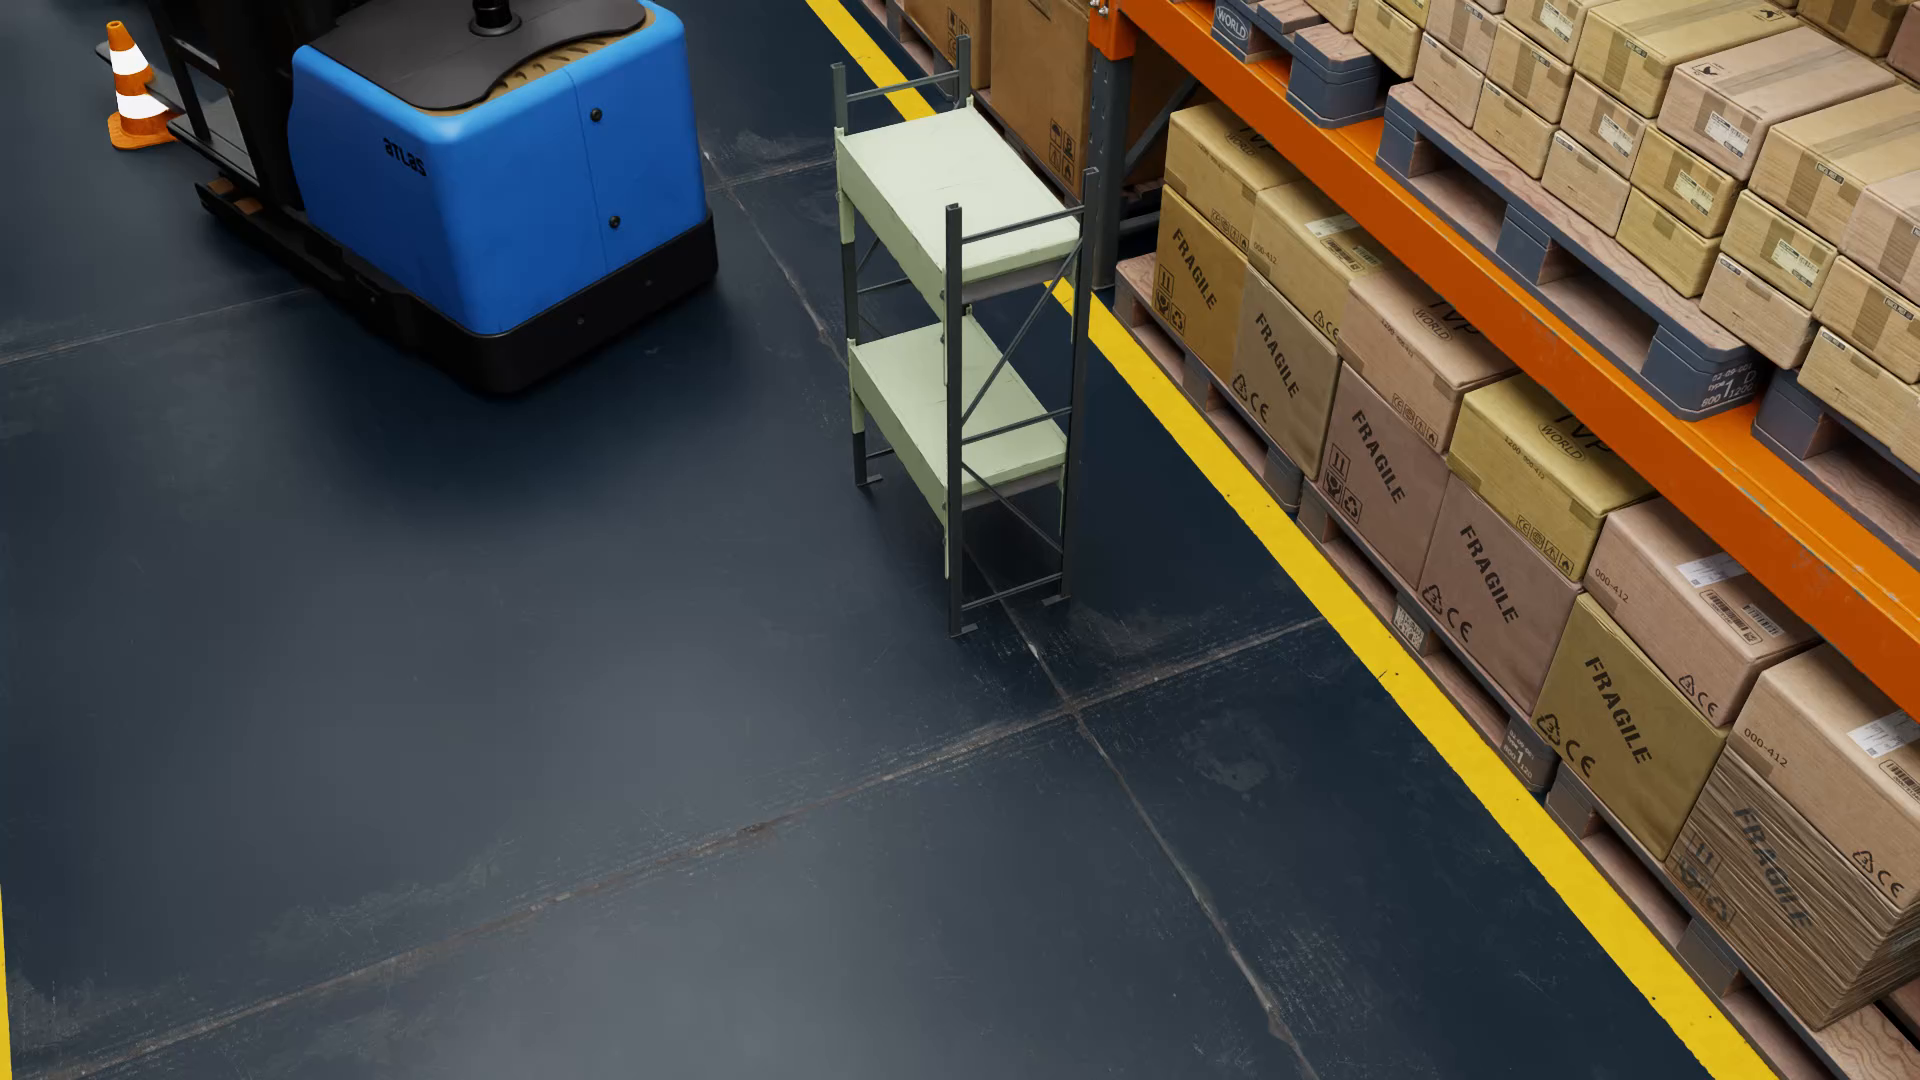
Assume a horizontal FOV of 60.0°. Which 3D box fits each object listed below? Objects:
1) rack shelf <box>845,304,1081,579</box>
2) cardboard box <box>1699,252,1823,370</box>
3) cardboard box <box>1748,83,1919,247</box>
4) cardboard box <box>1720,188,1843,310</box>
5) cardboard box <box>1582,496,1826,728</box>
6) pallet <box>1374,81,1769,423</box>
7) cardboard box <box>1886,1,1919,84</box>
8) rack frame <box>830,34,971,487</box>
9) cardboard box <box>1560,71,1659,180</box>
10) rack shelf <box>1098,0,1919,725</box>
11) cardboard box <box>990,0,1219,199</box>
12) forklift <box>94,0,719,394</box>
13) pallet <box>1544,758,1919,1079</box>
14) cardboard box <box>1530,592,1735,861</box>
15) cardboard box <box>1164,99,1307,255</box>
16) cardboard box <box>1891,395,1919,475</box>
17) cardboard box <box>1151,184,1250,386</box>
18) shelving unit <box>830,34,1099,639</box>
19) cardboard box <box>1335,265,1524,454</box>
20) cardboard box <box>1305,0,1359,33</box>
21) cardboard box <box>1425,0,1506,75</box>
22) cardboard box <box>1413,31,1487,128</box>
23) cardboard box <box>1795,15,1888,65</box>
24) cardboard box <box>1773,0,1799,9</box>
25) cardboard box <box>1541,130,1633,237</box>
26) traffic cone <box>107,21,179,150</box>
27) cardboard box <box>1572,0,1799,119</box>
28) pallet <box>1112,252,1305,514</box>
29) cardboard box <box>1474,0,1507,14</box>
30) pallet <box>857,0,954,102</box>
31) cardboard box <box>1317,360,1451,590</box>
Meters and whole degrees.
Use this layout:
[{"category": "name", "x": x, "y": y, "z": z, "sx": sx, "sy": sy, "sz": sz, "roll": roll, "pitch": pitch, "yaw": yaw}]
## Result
[{"category": "rack shelf", "x": -0.003, "y": -0.306, "z": 4.957, "sx": 0.431, "sy": 0.370, "sz": 0.720, "roll": -18, "pitch": 47, "yaw": -17}, {"category": "cardboard box", "x": 1.823, "y": -0.538, "z": 3.540, "sx": 0.380, "sy": 0.149, "sz": 0.250, "roll": -20, "pitch": 48, "yaw": -19}, {"category": "cardboard box", "x": 1.832, "y": -0.754, "z": 3.335, "sx": 0.380, "sy": 0.149, "sz": 0.250, "roll": -19, "pitch": 48, "yaw": -19}, {"category": "cardboard box", "x": 1.822, "y": -0.650, "z": 3.441, "sx": 0.380, "sy": 0.149, "sz": 0.250, "roll": -20, "pitch": 48, "yaw": -19}, {"category": "cardboard box", "x": 1.863, "y": 0.119, "z": 3.941, "sx": 0.500, "sy": 0.250, "sz": 0.500, "roll": -16, "pitch": 47, "yaw": -16}, {"category": "pallet", "x": 1.797, "y": -0.855, "z": 4.117, "sx": 1.003, "sy": 0.211, "sz": 1.213, "roll": -18, "pitch": 47, "yaw": -17}, {"category": "cardboard box", "x": 2.317, "y": -1.106, "z": 3.691, "sx": 0.380, "sy": 0.149, "sz": 0.250, "roll": -16, "pitch": 47, "yaw": -16}, {"category": "rack frame", "x": -0.157, "y": -0.771, "z": 4.964, "sx": 0.400, "sy": 1.500, "sz": 0.023, "roll": -18, "pitch": 47, "yaw": -17}, {"category": "cardboard box", "x": 1.609, "y": -0.980, "z": 3.775, "sx": 0.380, "sy": 0.149, "sz": 0.250, "roll": -16, "pitch": 47, "yaw": -16}, {"category": "rack shelf", "x": 1.769, "y": -0.642, "z": 4.277, "sx": 1.077, "sy": 0.370, "sz": 4.000, "roll": -18, "pitch": 47, "yaw": -17}, {"category": "cardboard box", "x": 0.753, "y": -1.936, "z": 6.379, "sx": 1.050, "sy": 0.750, "sz": 0.750, "roll": -19, "pitch": 48, "yaw": -18}, {"category": "forklift", "x": -2.328, "y": -2.443, "z": 5.639, "sx": 3.031, "sy": 2.935, "sz": 1.130, "roll": 32, "pitch": 53, "yaw": 28}, {"category": "pallet", "x": 2.281, "y": 0.874, "z": 4.214, "sx": 1.003, "sy": 0.211, "sz": 1.213, "roll": -18, "pitch": 47, "yaw": -17}, {"category": "cardboard box", "x": 1.854, "y": 0.393, "z": 4.197, "sx": 0.500, "sy": 0.500, "sz": 0.500, "roll": -19, "pitch": 48, "yaw": -18}, {"category": "cardboard box", "x": 0.998, "y": -1.188, "z": 5.265, "sx": 0.500, "sy": 0.250, "sz": 0.500, "roll": -20, "pitch": 48, "yaw": -19}, {"category": "cardboard box", "x": 2.050, "y": -0.203, "z": 3.200, "sx": 0.380, "sy": 0.149, "sz": 0.250, "roll": -18, "pitch": 47, "yaw": -18}, {"category": "cardboard box", "x": 0.994, "y": -0.906, "z": 5.513, "sx": 0.500, "sy": 0.500, "sz": 0.500, "roll": -20, "pitch": 48, "yaw": -19}, {"category": "shelving unit", "x": -0.003, "y": -0.538, "z": 4.728, "sx": 0.431, "sy": 1.500, "sz": 0.755, "roll": -18, "pitch": 47, "yaw": -17}, {"category": "cardboard box", "x": 1.408, "y": -0.546, "z": 4.614, "sx": 0.500, "sy": 0.250, "sz": 0.500, "roll": -18, "pitch": 47, "yaw": -17}, {"category": "cardboard box", "x": 1.159, "y": -1.545, "z": 4.560, "sx": 0.380, "sy": 0.149, "sz": 0.250, "roll": -16, "pitch": 47, "yaw": -15}, {"category": "cardboard box", "x": 1.390, "y": -1.310, "z": 4.110, "sx": 0.380, "sy": 0.149, "sz": 0.250, "roll": -18, "pitch": 47, "yaw": -17}, {"category": "cardboard box", "x": 1.388, "y": -1.204, "z": 4.215, "sx": 0.380, "sy": 0.149, "sz": 0.250, "roll": -17, "pitch": 47, "yaw": -16}, {"category": "cardboard box", "x": 2.202, "y": -1.172, "z": 3.970, "sx": 0.380, "sy": 0.149, "sz": 0.250, "roll": -19, "pitch": 48, "yaw": -18}, {"category": "cardboard box", "x": 2.091, "y": -1.443, "z": 4.033, "sx": 0.380, "sy": 0.149, "sz": 0.250, "roll": -16, "pitch": 47, "yaw": -15}, {"category": "cardboard box", "x": 1.600, "y": -0.877, "z": 3.883, "sx": 0.380, "sy": 0.149, "sz": 0.250, "roll": -19, "pitch": 48, "yaw": -19}, {"category": "traffic cone", "x": -3.411, "y": -1.915, "z": 6.862, "sx": 0.336, "sy": 0.463, "sz": 0.334, "roll": -18, "pitch": 47, "yaw": -17}, {"category": "cardboard box", "x": 1.602, "y": -1.095, "z": 3.681, "sx": 0.380, "sy": 0.149, "sz": 0.250, "roll": -19, "pitch": 48, "yaw": -18}, {"category": "pallet", "x": 1.255, "y": -0.681, "z": 5.790, "sx": 1.003, "sy": 0.211, "sz": 1.213, "roll": -18, "pitch": 47, "yaw": -17}, {"category": "cardboard box", "x": 1.387, "y": -1.424, "z": 4.013, "sx": 0.380, "sy": 0.149, "sz": 0.250, "roll": -16, "pitch": 47, "yaw": -16}, {"category": "pallet", "x": 0.155, "y": -2.481, "z": 7.614, "sx": 1.003, "sy": 0.211, "sz": 1.213, "roll": -18, "pitch": 47, "yaw": -17}, {"category": "cardboard box", "x": 1.428, "y": -0.261, "z": 4.859, "sx": 0.500, "sy": 0.500, "sz": 0.500, "roll": -19, "pitch": 48, "yaw": -18}]
